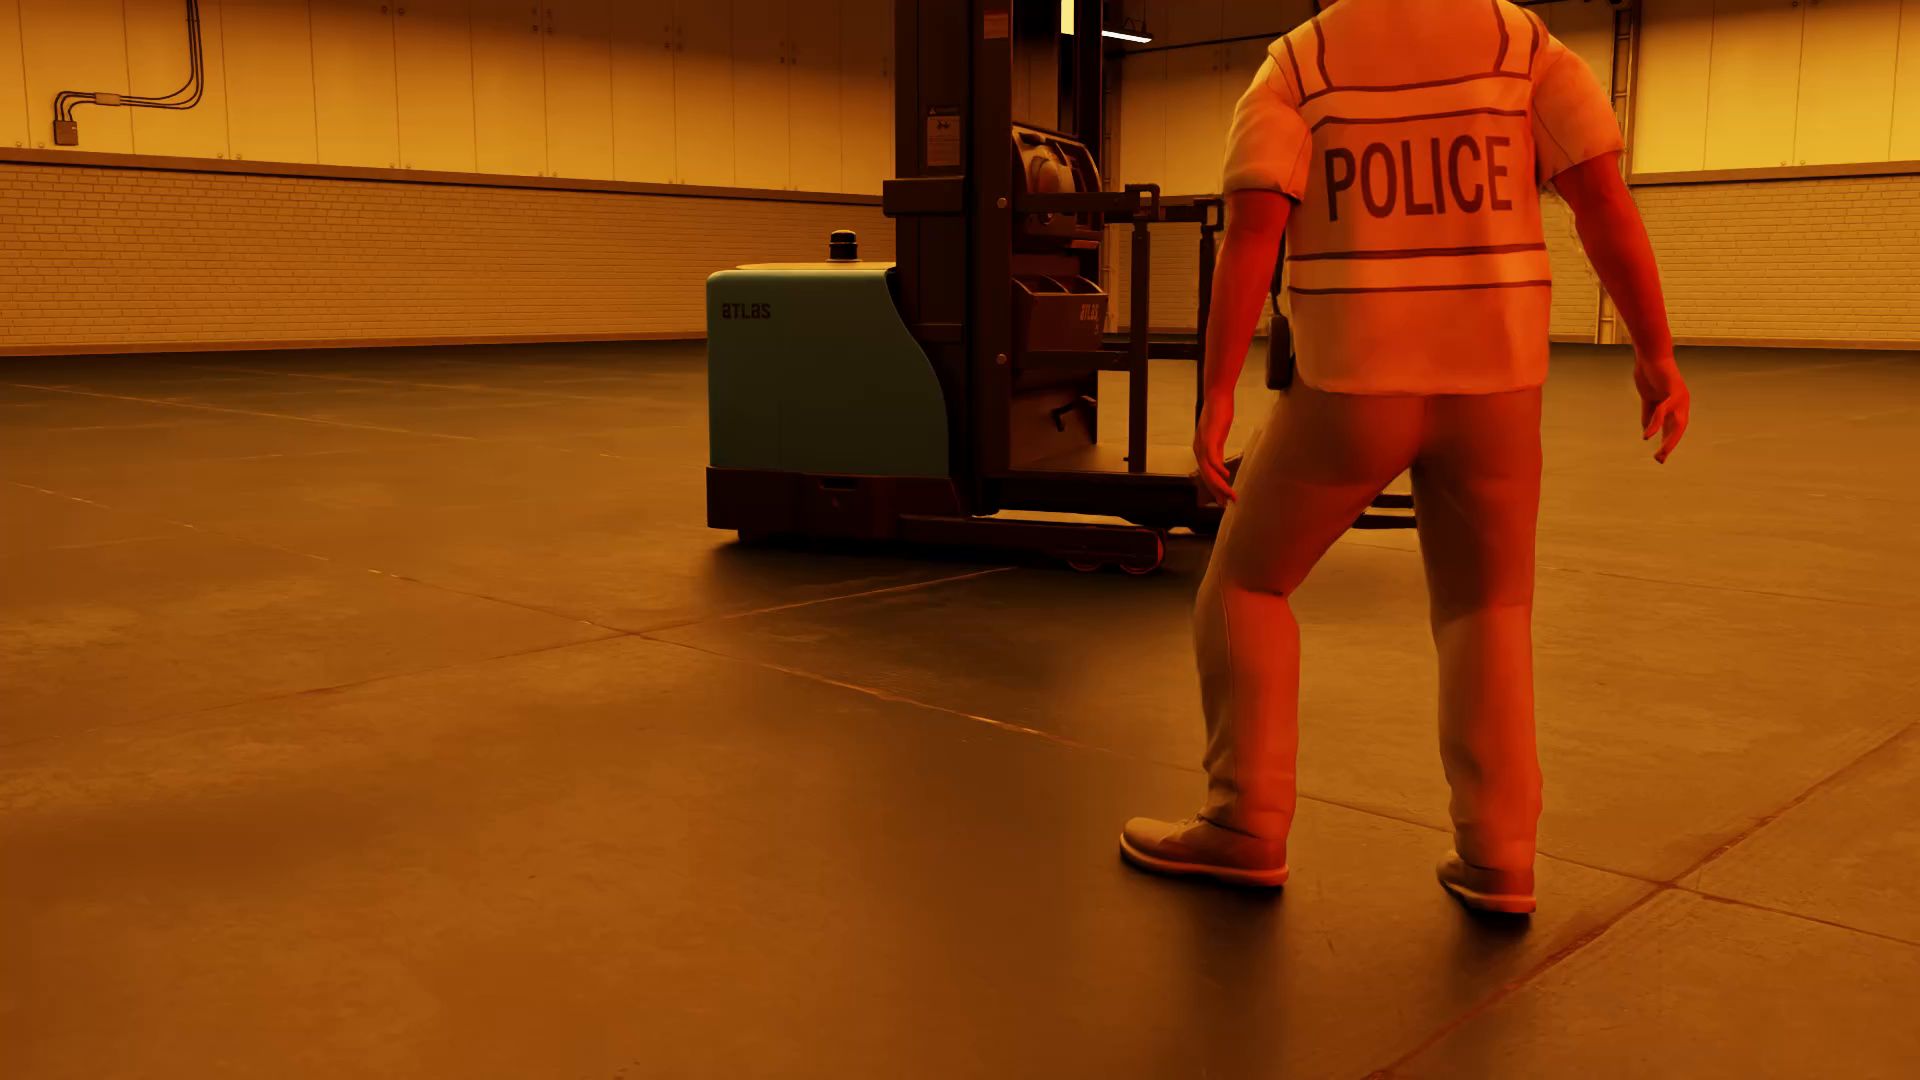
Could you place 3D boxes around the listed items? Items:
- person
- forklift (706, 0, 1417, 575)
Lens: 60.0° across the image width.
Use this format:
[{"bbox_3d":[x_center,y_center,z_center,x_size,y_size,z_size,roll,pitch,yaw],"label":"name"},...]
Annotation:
[{"bbox_3d":[0.724,-0.246,2.742,0.891,1.724,0.440,1,9,4],"label":"person"},{"bbox_3d":[0.565,-1.416,6.275,3.031,2.935,1.130,3,9,22],"label":"forklift"}]
